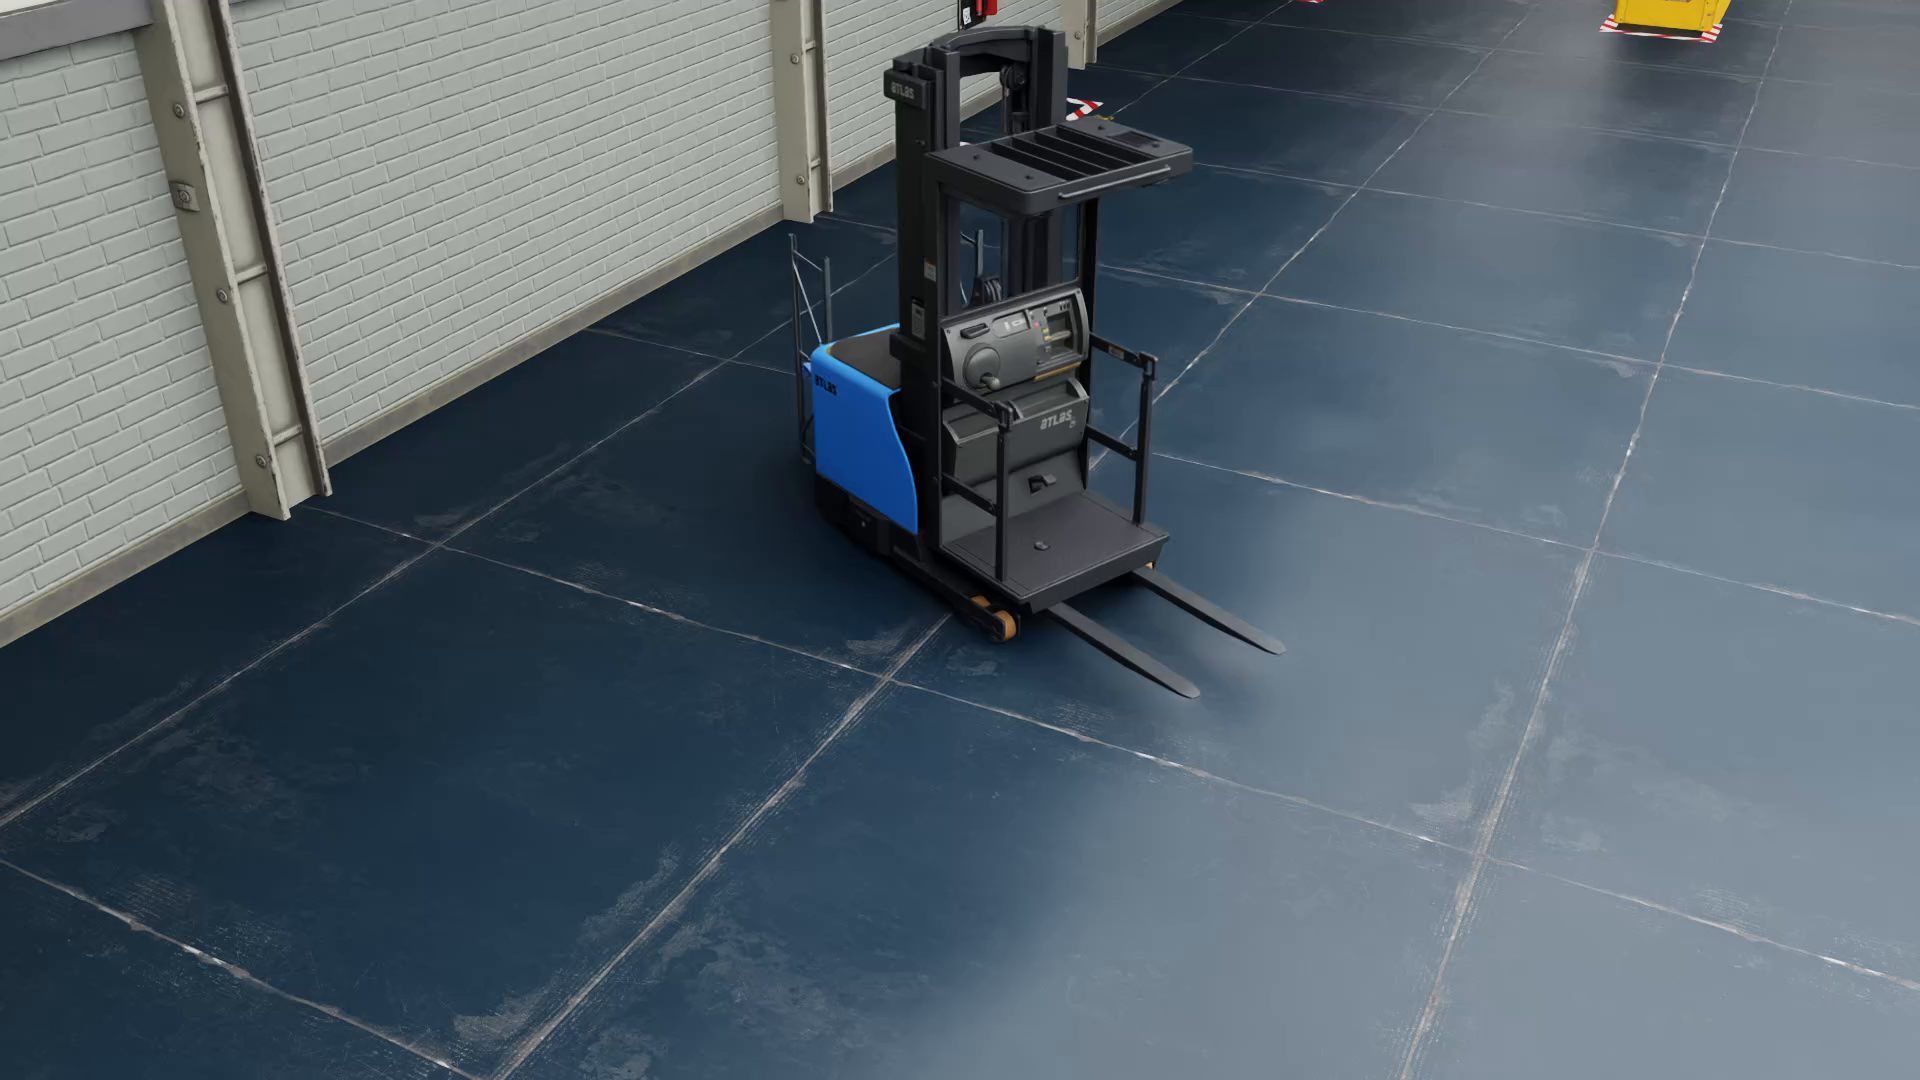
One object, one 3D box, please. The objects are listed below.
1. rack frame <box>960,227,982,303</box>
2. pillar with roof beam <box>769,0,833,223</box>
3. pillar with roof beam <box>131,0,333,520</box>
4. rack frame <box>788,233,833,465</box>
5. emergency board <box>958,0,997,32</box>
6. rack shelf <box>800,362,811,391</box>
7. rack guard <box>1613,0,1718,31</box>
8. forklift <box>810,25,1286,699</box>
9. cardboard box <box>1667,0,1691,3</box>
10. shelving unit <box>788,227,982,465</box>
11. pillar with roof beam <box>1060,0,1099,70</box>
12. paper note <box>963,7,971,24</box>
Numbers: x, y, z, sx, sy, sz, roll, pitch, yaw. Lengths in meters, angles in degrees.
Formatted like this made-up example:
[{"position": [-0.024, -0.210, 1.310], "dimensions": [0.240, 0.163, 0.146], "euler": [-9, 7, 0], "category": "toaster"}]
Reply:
[{"position": [-0.006, -1.323, 10.547], "dimensions": [0.032, 1.500, 0.500], "euler": [-16, 34, -26], "category": "rack frame"}, {"position": [2.473, -5.824, 10.856], "dimensions": [9.100, 9.000, 0.400], "euler": [14, 33, 23], "category": "pillar with roof beam"}, {"position": [-0.260, -3.164, 6.224], "dimensions": [9.100, 9.000, 0.400], "euler": [14, 33, 23], "category": "pillar with roof beam"}, {"position": [-0.888, -1.070, 10.107], "dimensions": [0.032, 1.500, 0.500], "euler": [-16, 34, -26], "category": "rack frame"}, {"position": [0.215, -5.772, 16.789], "dimensions": [0.194, 1.169, 0.643], "euler": [14, 33, 23], "category": "emergency board"}, {"position": [-0.447, -1.040, 10.417], "dimensions": [1.000, 0.185, 0.538], "euler": [-16, 34, -26], "category": "rack shelf"}, {"position": [8.959, -6.796, 21.082], "dimensions": [1.175, 0.500, 0.348], "euler": [14, 33, 23], "category": "rack guard"}, {"position": [0.437, -1.011, 8.567], "dimensions": [1.130, 2.935, 3.031], "euler": [-22, 36, -33], "category": "forklift"}, {"position": [9.413, -7.067, 21.384], "dimensions": [0.500, 0.250, 0.500], "euler": [14, 33, 23], "category": "cardboard box"}, {"position": [-0.447, -1.196, 10.327], "dimensions": [1.048, 1.500, 0.538], "euler": [-16, 34, -26], "category": "shelving unit"}, {"position": [5.207, -8.484, 15.487], "dimensions": [9.100, 9.000, 0.400], "euler": [14, 33, 23], "category": "pillar with roof beam"}, {"position": [0.072, -5.327, 16.899], "dimensions": [0.016, 0.148, 0.142], "euler": [14, 33, 23], "category": "paper note"}]
